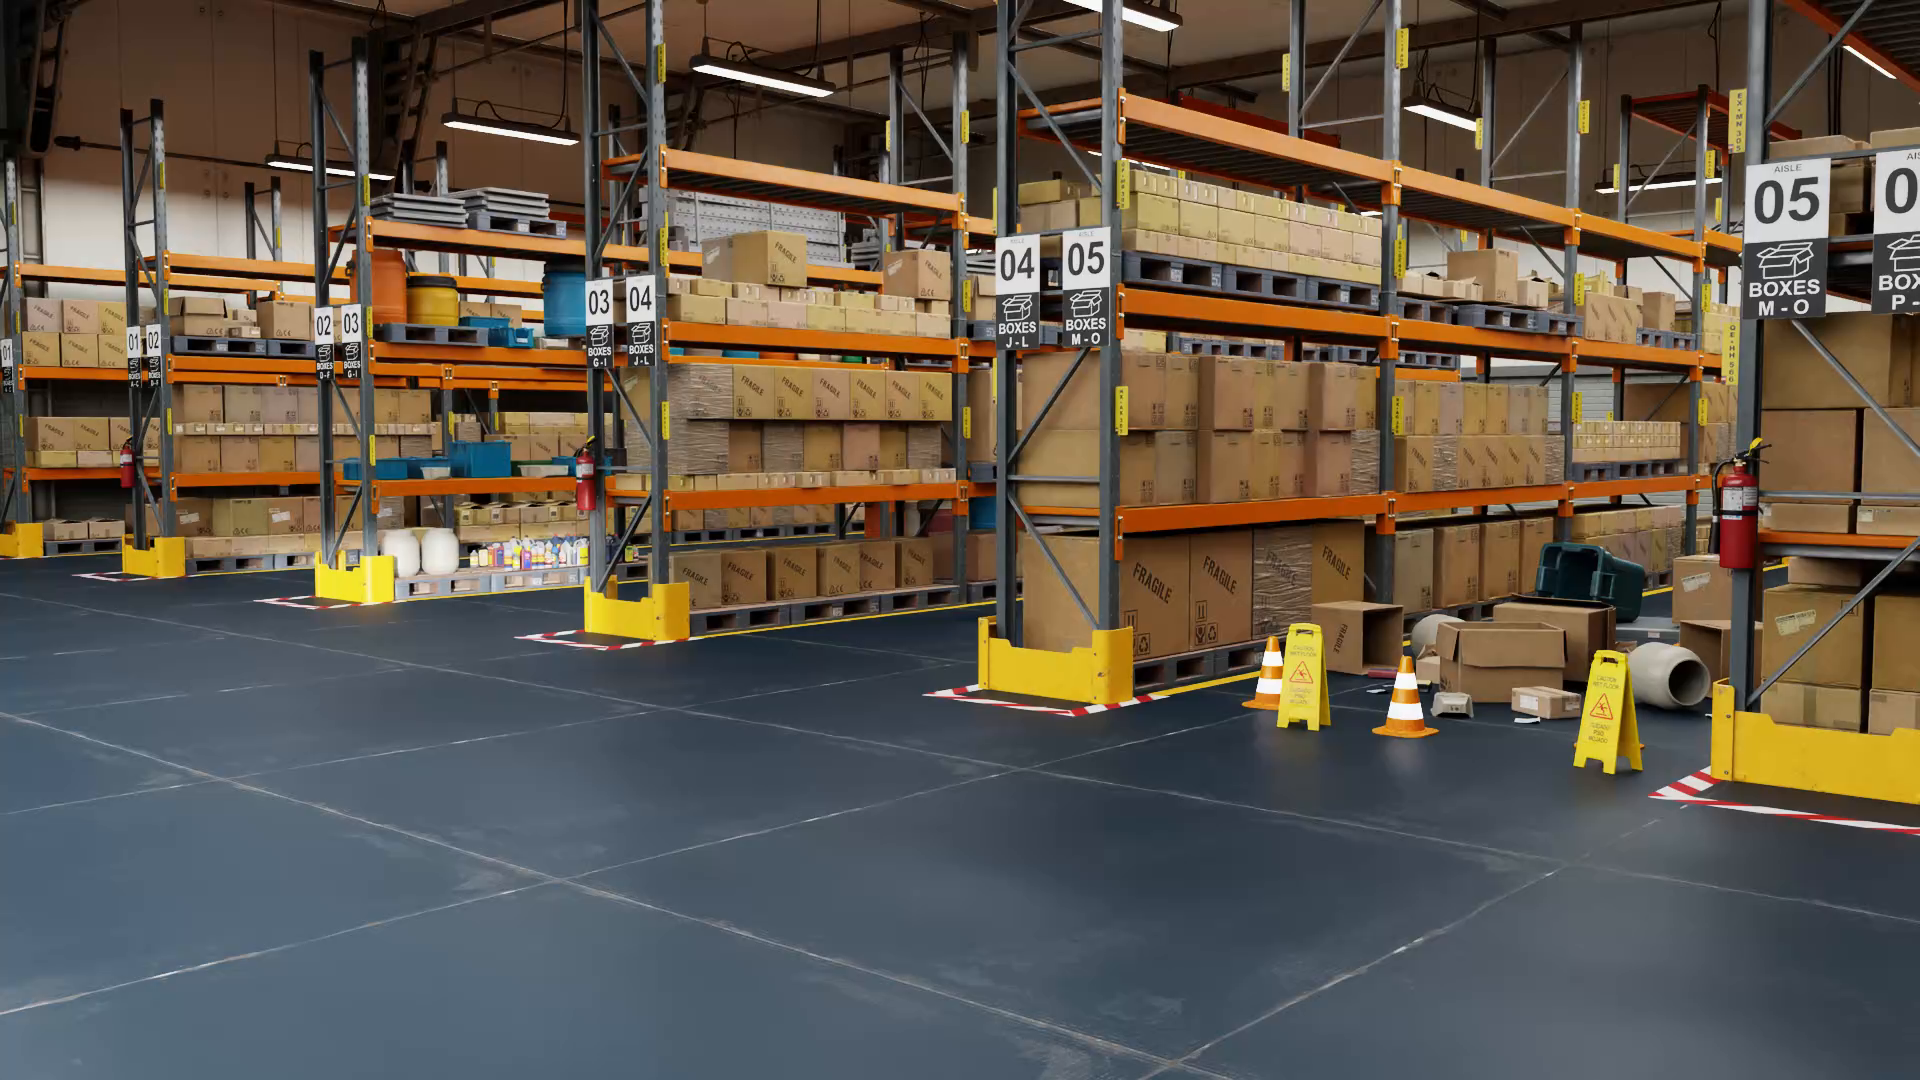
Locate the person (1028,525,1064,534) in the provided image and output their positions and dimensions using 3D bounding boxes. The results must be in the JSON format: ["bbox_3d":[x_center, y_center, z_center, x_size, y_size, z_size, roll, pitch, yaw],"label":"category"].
[{"bbox_3d":[0.917,-0.086,16.953,0.408,1.719,0.547,-3,5,-41],"label":"person"}]
